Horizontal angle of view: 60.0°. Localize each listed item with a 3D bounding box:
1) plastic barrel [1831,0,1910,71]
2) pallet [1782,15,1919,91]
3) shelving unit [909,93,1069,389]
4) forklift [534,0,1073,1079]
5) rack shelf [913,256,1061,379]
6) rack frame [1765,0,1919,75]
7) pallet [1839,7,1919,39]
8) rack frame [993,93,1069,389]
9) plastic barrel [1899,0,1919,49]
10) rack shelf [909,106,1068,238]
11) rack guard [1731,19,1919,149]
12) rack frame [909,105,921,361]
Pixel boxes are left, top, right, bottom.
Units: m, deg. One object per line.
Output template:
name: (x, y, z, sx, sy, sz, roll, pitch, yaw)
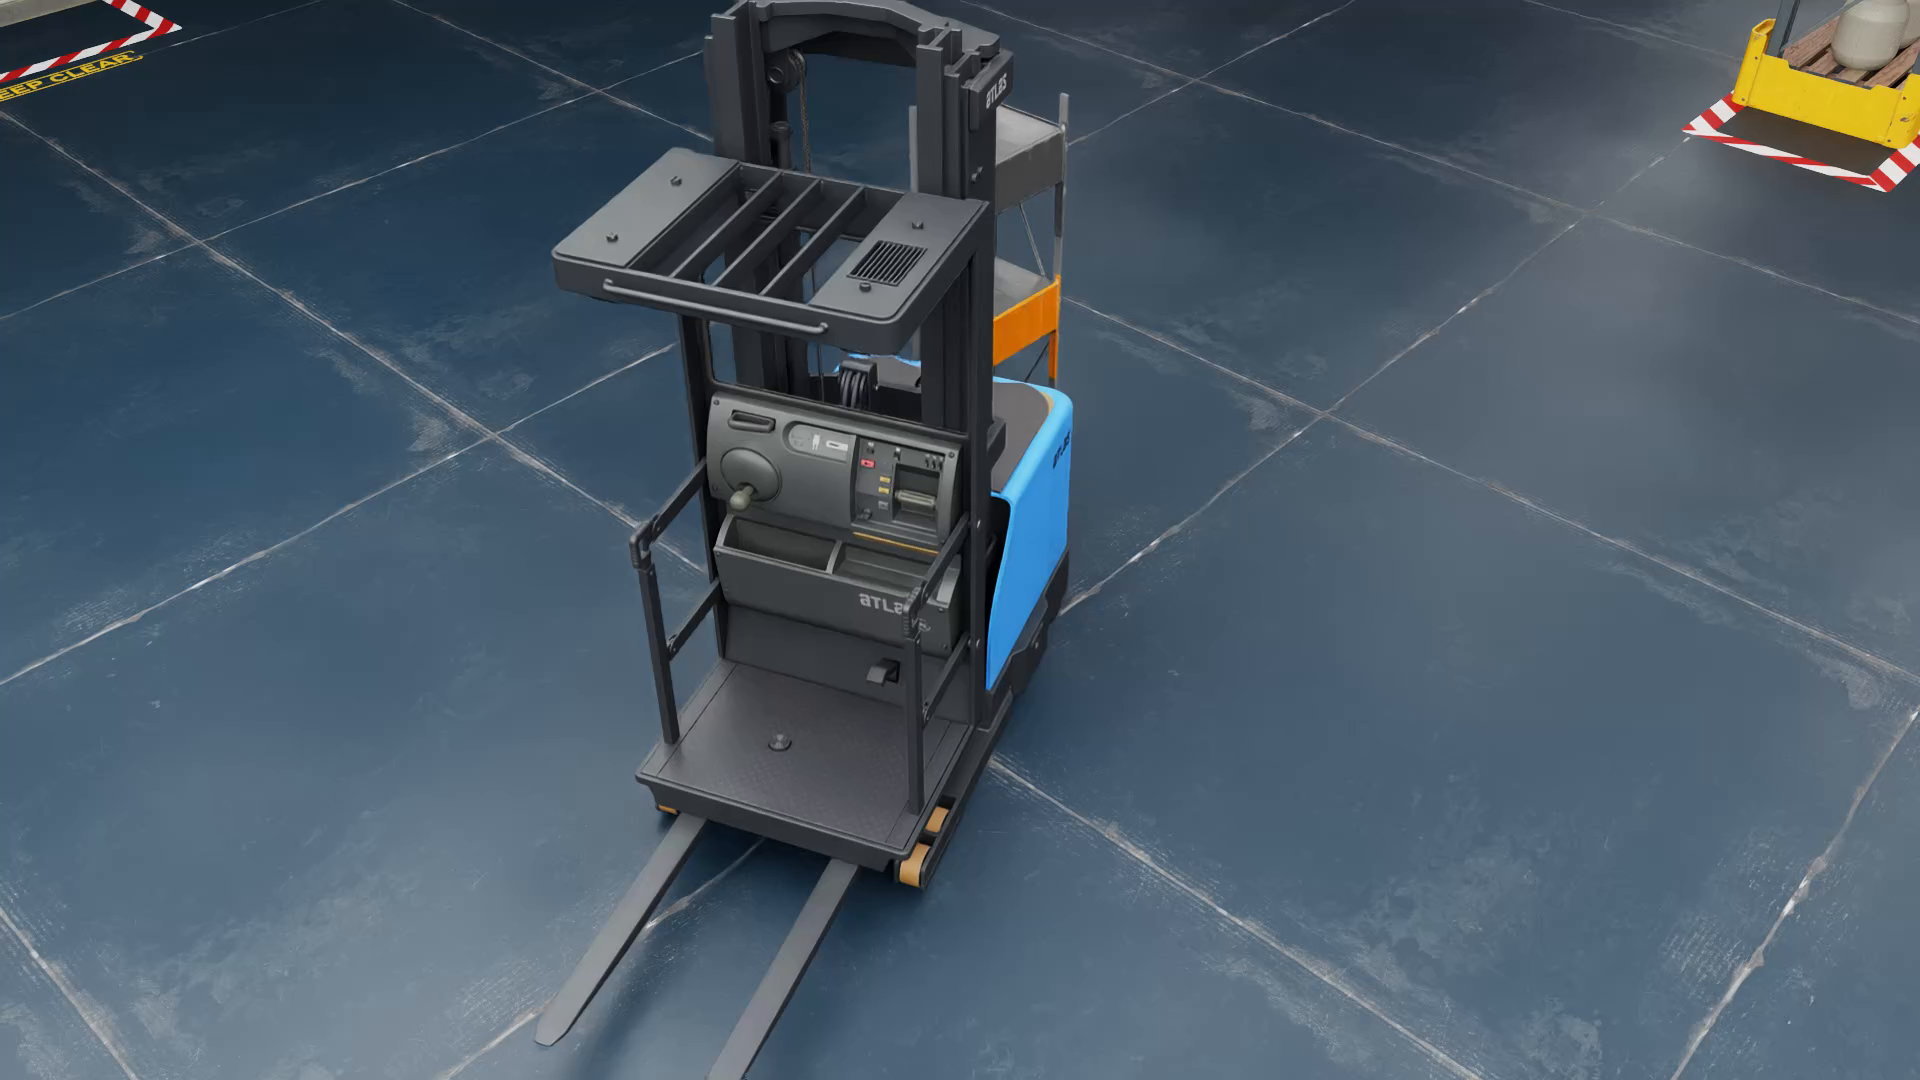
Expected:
plastic barrel: (6.277, -3.539, 11.452, 0.421, 0.512, 0.421, 0, 38, 0)
pallet: (6.458, -3.349, 11.791, 1.003, 0.211, 1.213, 30, 47, 32)
shelving unit: (0.116, -0.909, 7.206, 0.431, 2.100, 0.503, 29, 47, 31)
forklift: (-0.523, -0.164, 5.601, 1.130, 2.935, 3.031, 13, 40, 16)
rack shelf: (0.116, -0.898, 7.214, 0.431, 0.518, 0.480, 29, 47, 31)
rack frame: (5.889, -4.014, 10.388, 1.000, 3.000, 0.127, 30, 47, 32)
pallet: (7.281, -3.906, 12.493, 1.003, 0.211, 1.213, 30, 47, 32)
rack frame: (0.279, -1.022, 7.348, 0.400, 2.100, 0.015, 29, 47, 31)
plastic barrel: (6.615, -3.770, 11.742, 0.421, 0.512, 0.421, 0, 38, 0)
rack shelf: (0.116, -1.446, 6.779, 0.431, 0.518, 0.480, 29, 47, 31)
rack guard: (5.906, -3.091, 11.235, 1.175, 0.500, 0.348, 30, 47, 32)
rack frame: (-0.047, -0.796, 7.064, 0.400, 2.100, 0.015, 29, 47, 31)
